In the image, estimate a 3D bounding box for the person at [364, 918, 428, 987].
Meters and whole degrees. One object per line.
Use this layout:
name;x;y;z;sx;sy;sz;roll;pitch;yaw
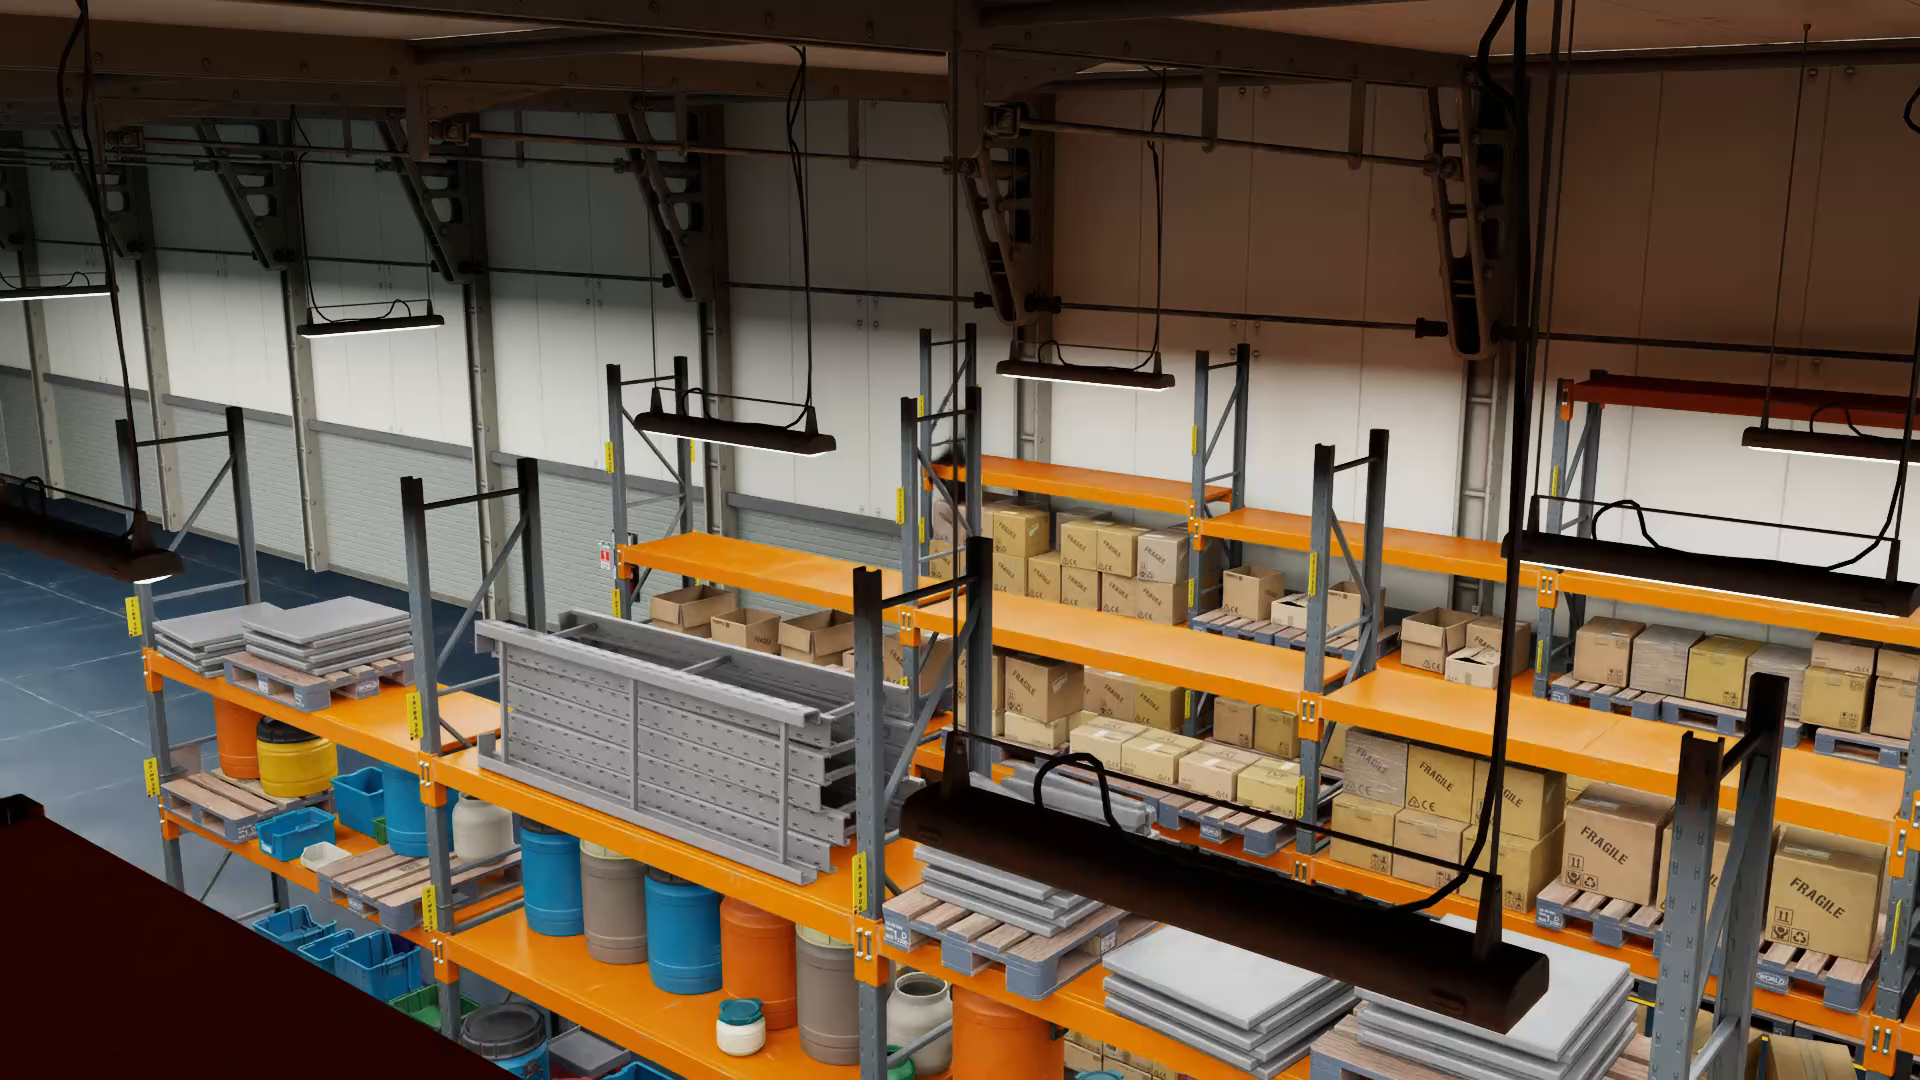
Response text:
person;-5.392;3.731;15.929;1.019;1.569;0.646;10;16;37
